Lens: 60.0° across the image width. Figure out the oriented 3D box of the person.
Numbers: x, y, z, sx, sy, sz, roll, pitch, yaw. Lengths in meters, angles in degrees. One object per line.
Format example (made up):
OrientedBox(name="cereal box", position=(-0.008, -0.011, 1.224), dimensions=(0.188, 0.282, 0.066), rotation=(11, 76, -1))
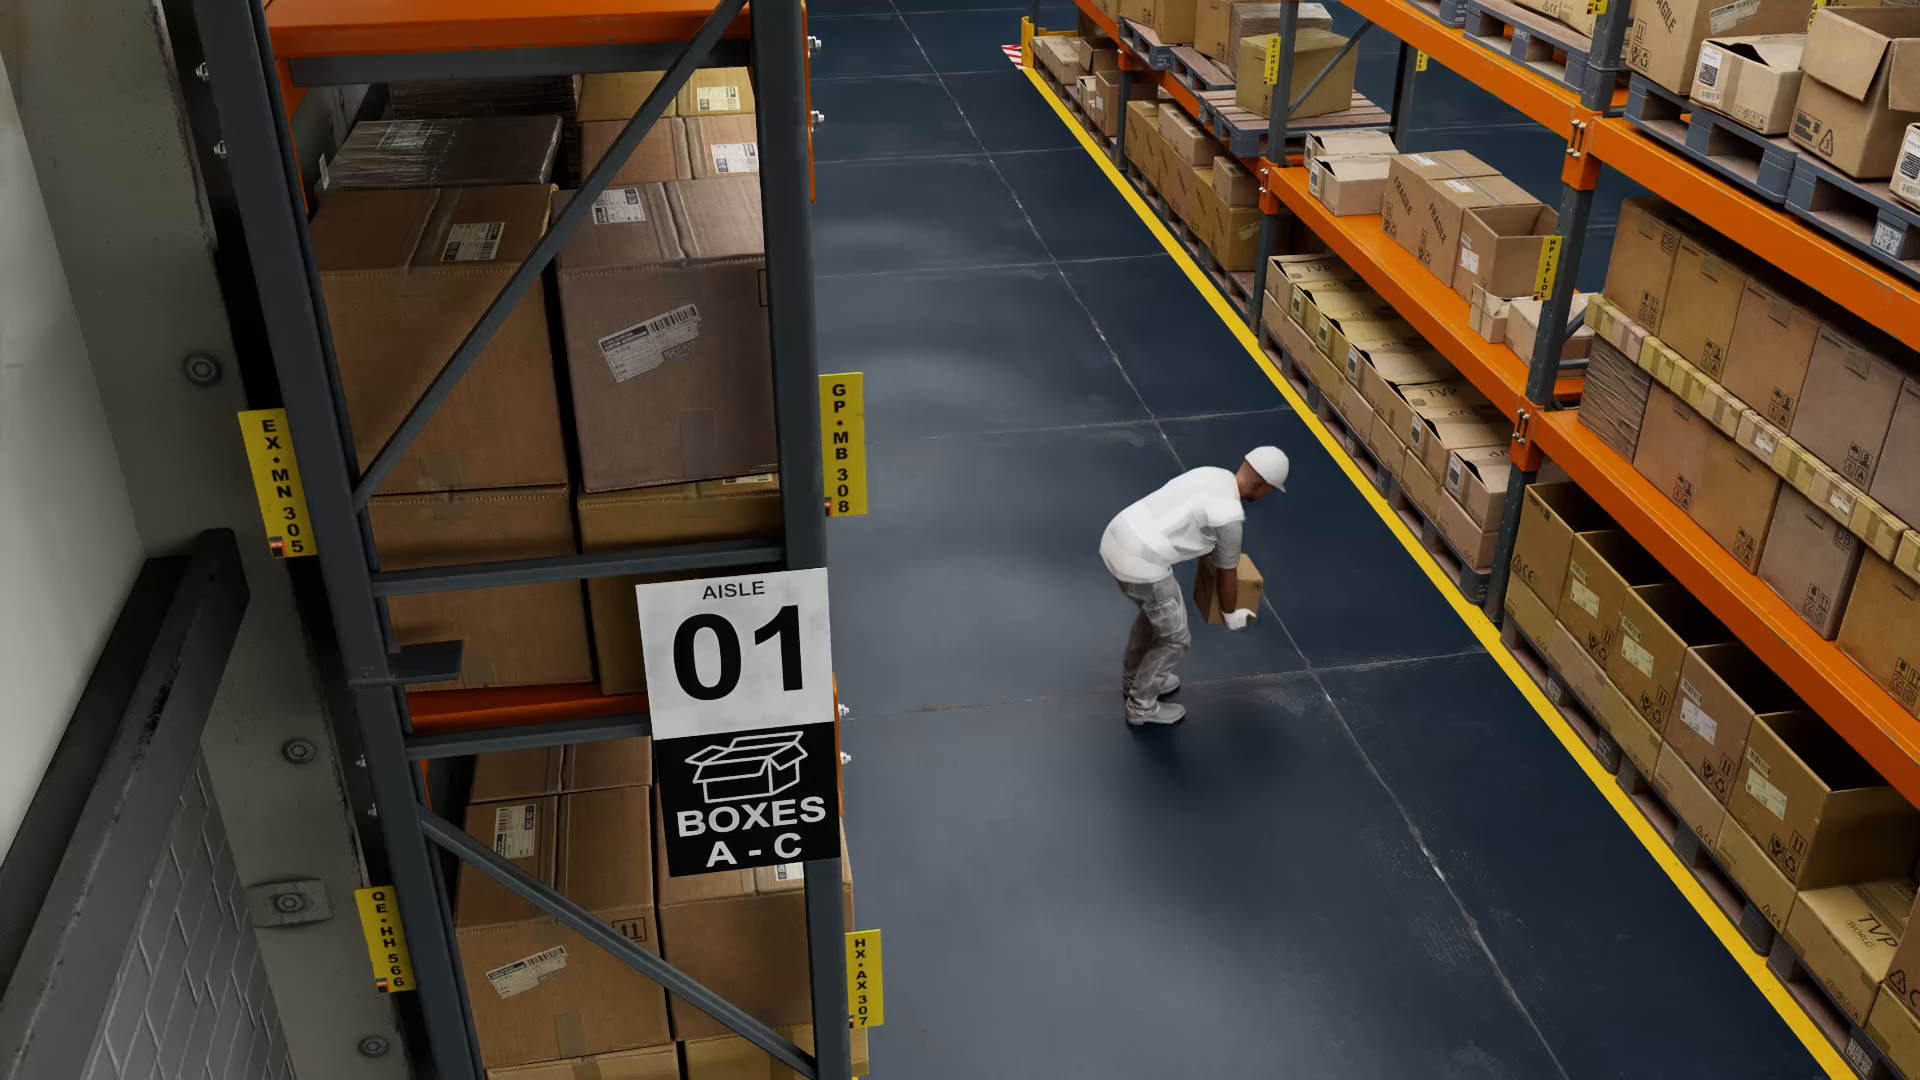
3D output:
OrientedBox(name="person", position=(1.128, 0.205, 8.149), dimensions=(0.896, 1.397, 0.499), rotation=(-6, 31, -10))
